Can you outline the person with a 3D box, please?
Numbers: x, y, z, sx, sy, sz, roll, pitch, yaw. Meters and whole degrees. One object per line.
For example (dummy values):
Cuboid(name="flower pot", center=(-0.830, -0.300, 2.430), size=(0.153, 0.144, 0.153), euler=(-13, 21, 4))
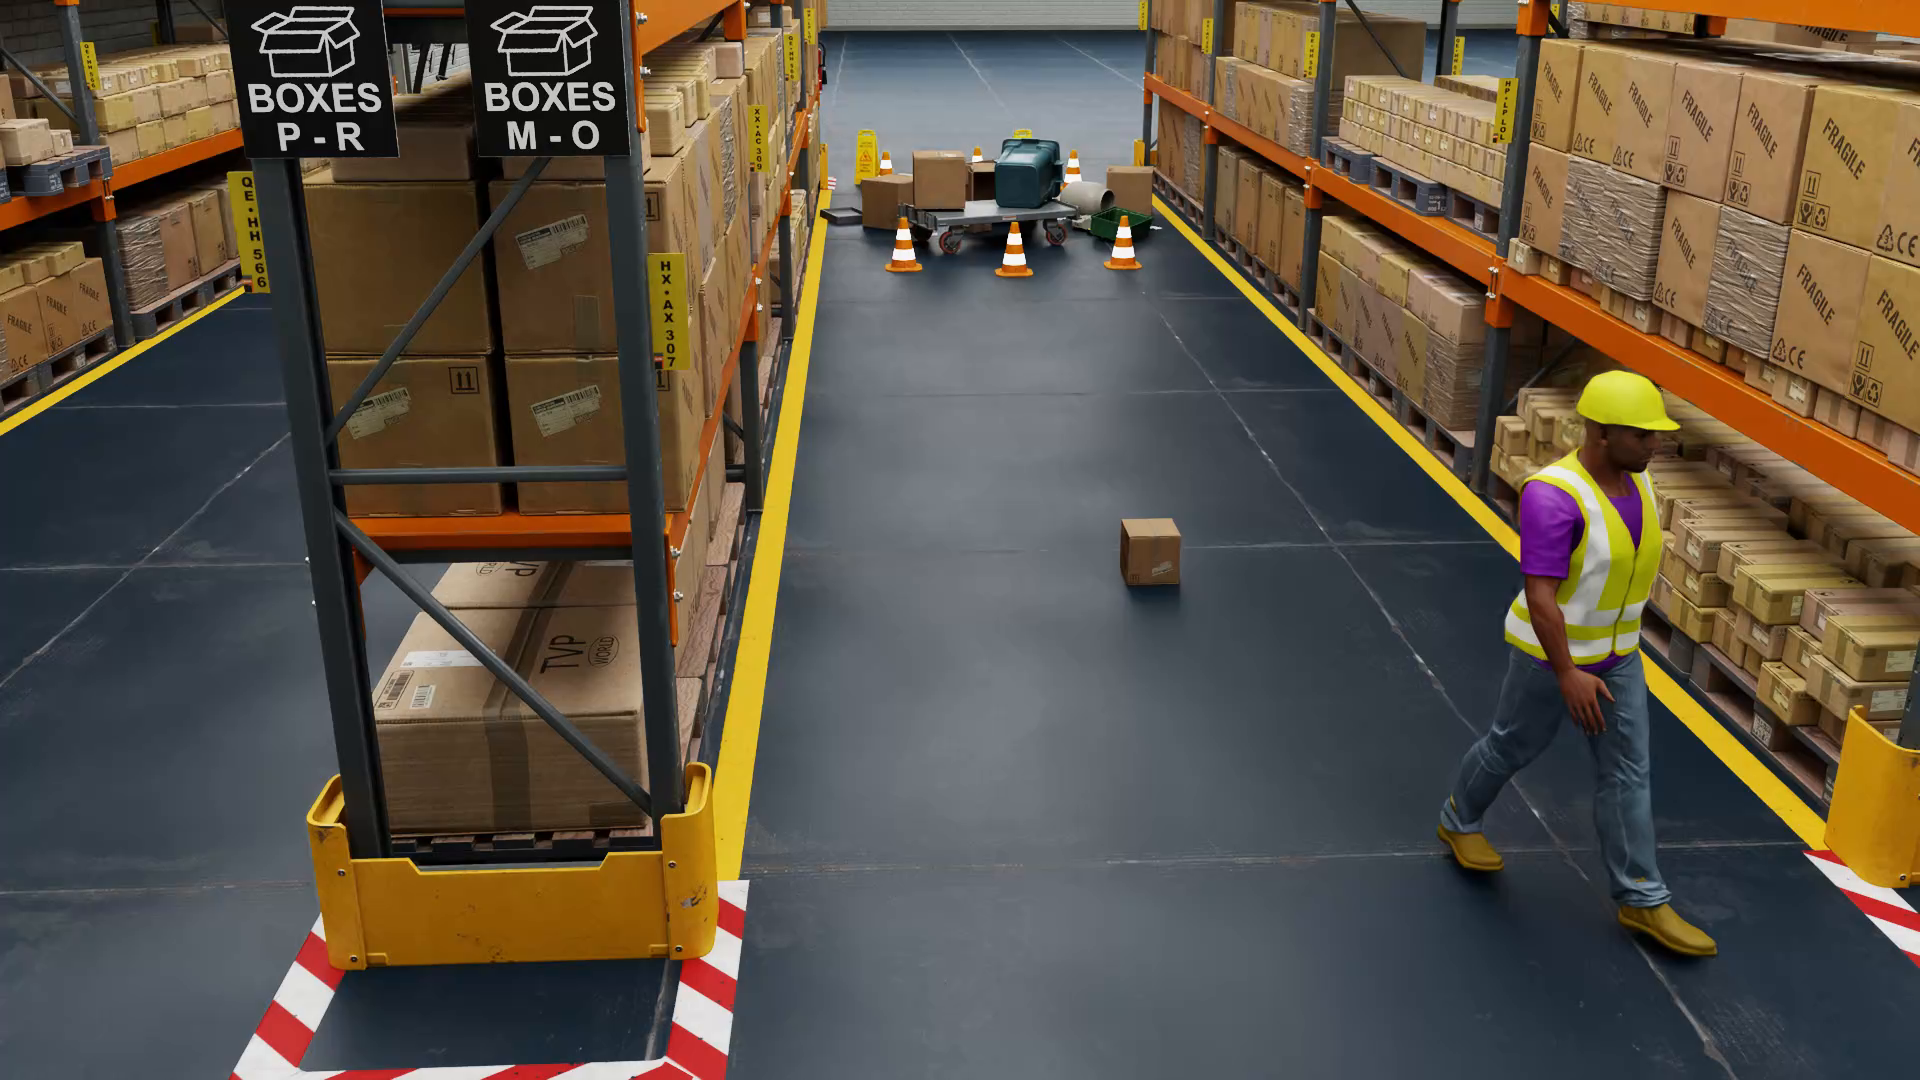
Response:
Cuboid(name="person", center=(1.934, 0.341, 5.061), size=(0.588, 1.719, 0.958), euler=(-11, 23, -27))
